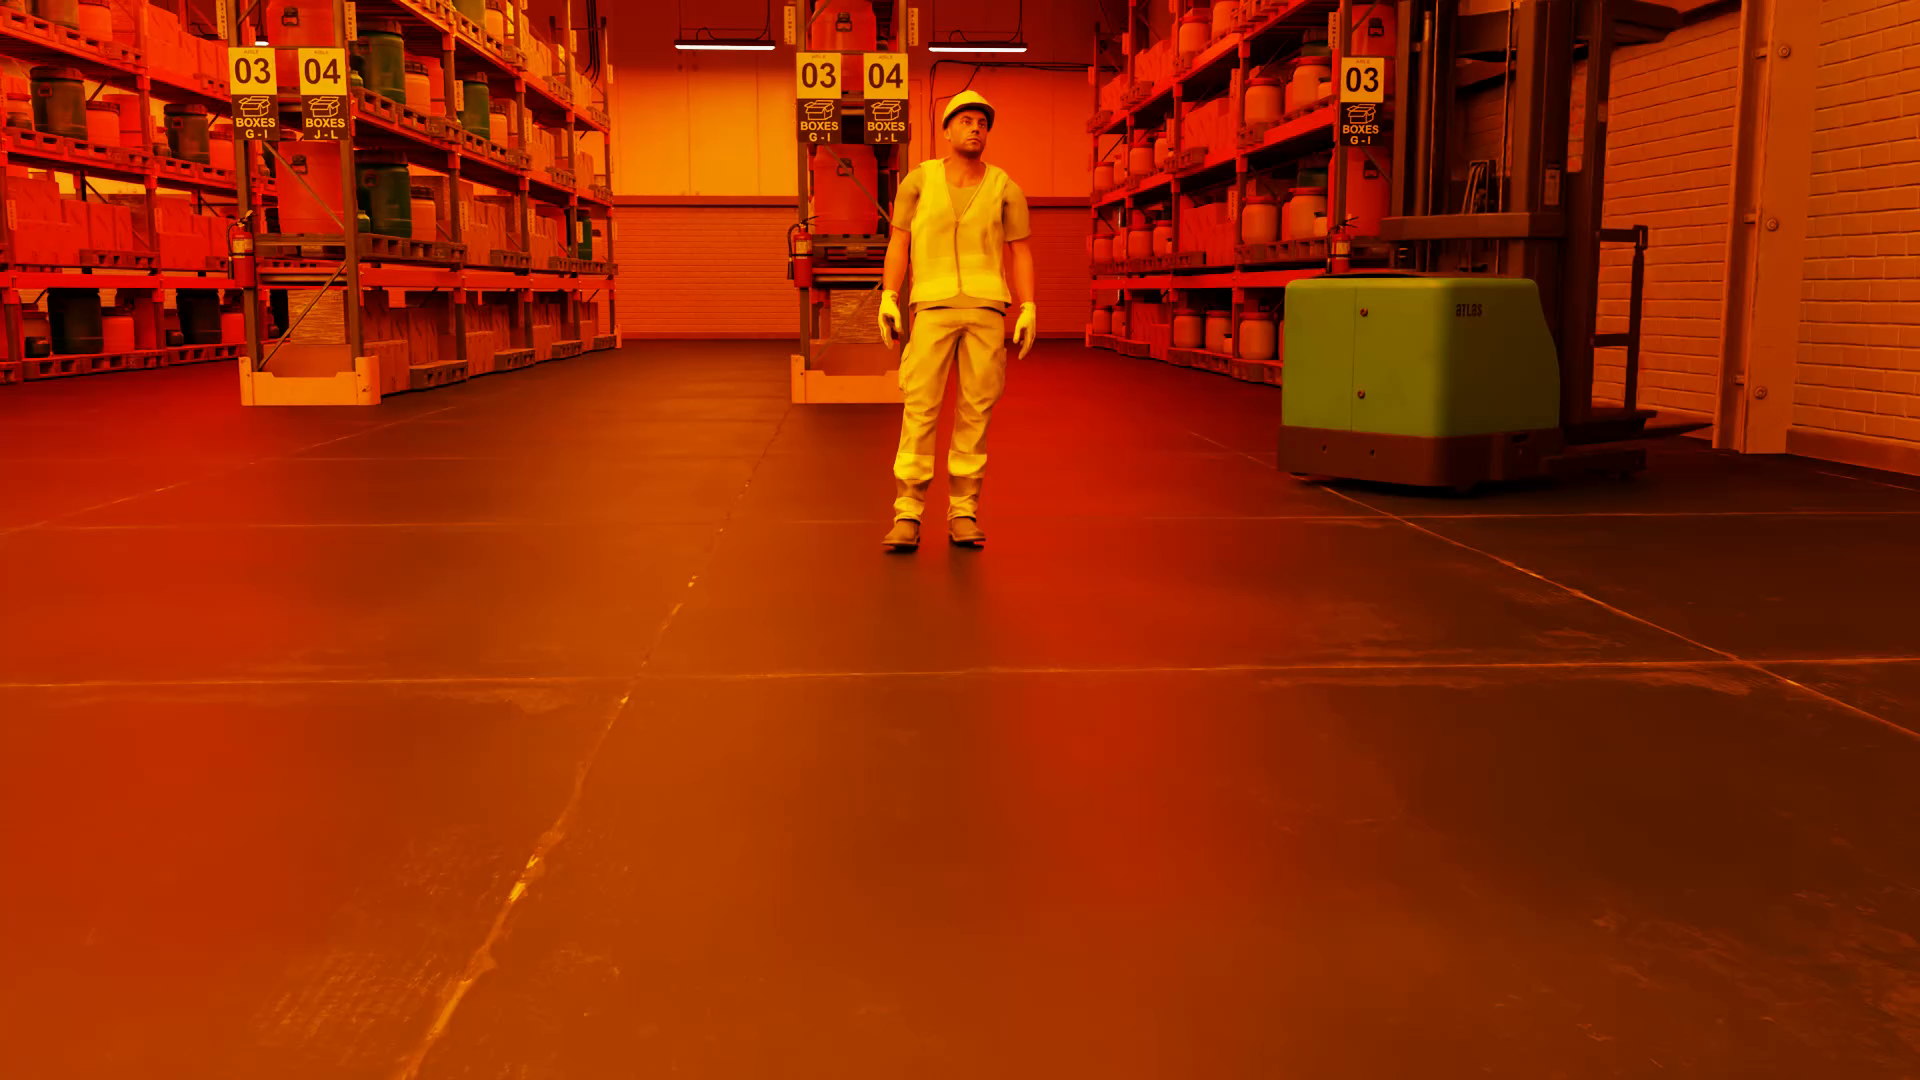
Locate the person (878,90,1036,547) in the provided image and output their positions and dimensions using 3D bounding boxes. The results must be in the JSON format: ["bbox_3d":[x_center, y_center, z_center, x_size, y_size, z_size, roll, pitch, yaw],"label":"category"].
[{"bbox_3d":[-0.006,-0.880,6.597,0.638,1.789,0.562,-1,8,-4],"label":"person"}]

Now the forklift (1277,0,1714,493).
[{"bbox_3d":[3.147,-1.829,9.146,3.031,2.935,1.130,-7,11,-38],"label":"forklift"}]
